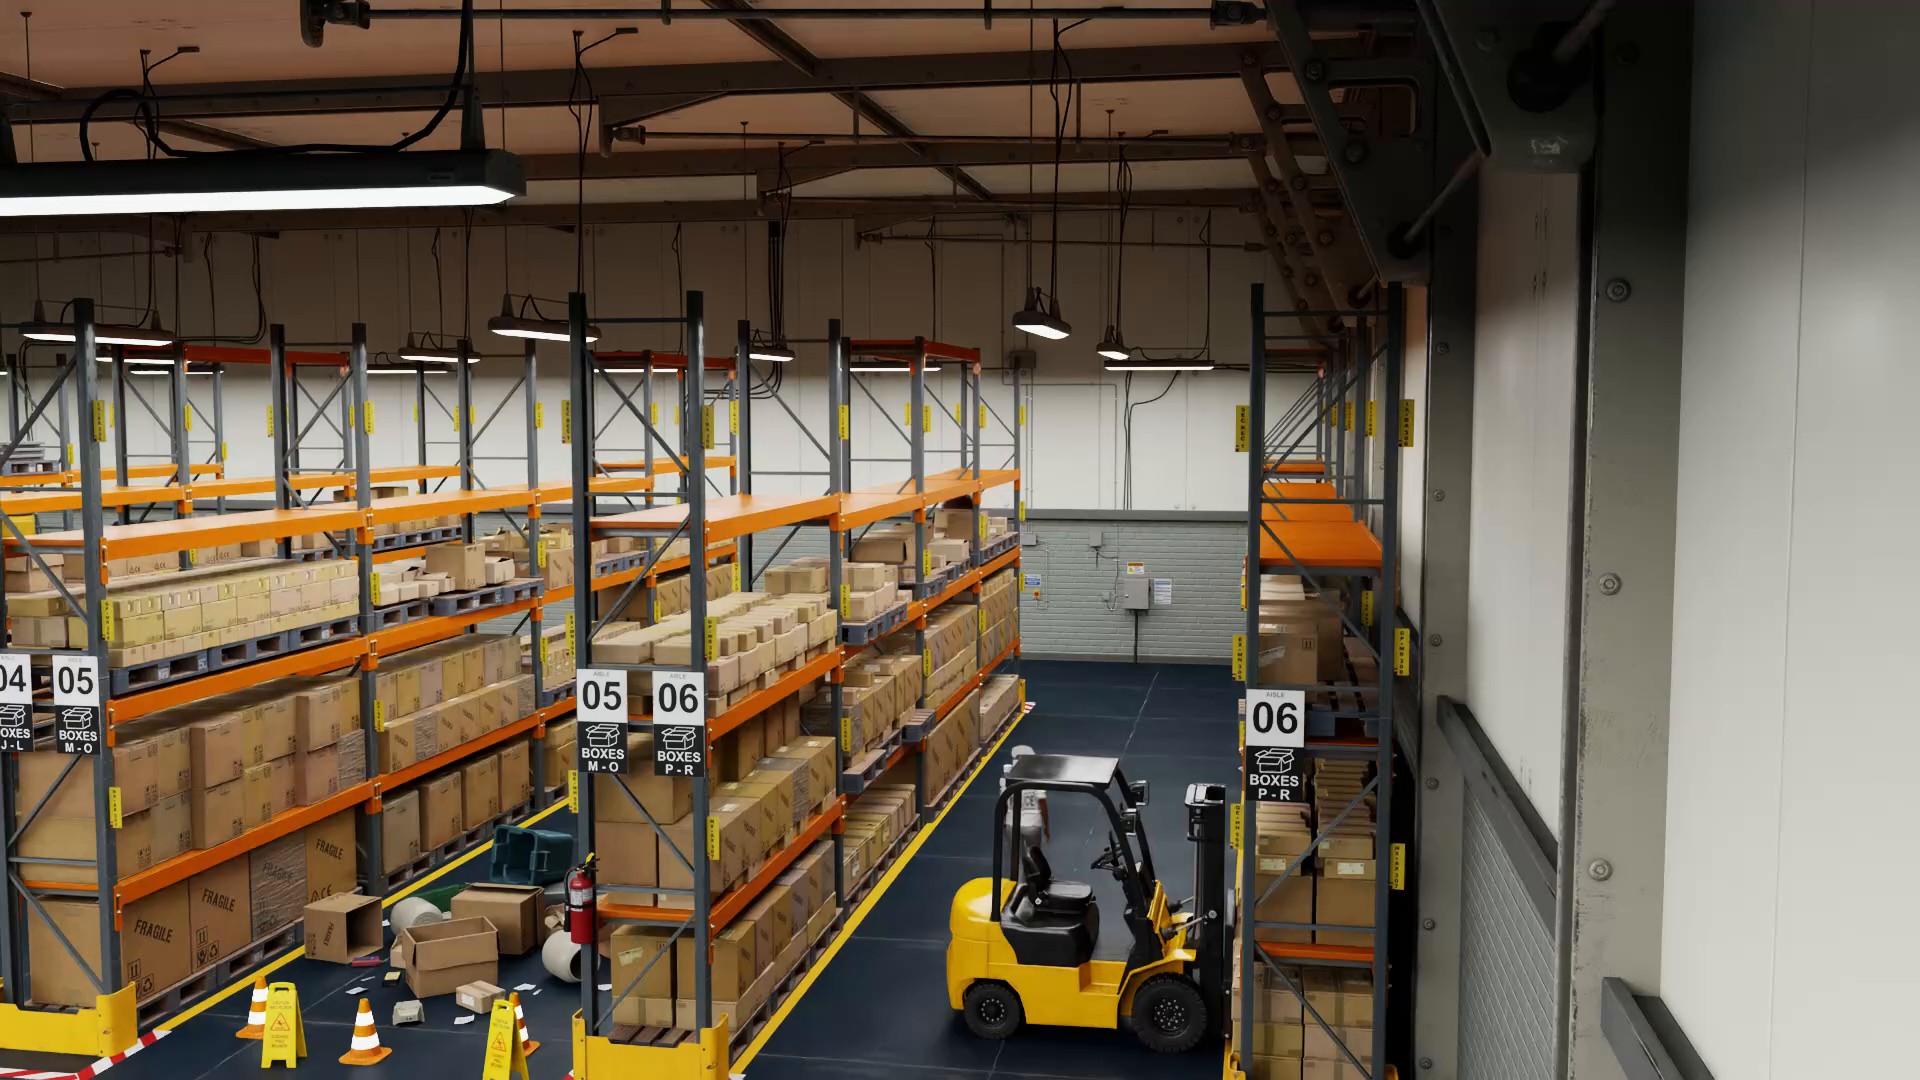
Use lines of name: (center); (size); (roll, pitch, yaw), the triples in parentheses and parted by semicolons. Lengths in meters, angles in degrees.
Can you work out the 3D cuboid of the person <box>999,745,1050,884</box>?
person: (0.660, 2.995, 17.153); (0.559, 1.723, 0.722); (1, 5, 8)
